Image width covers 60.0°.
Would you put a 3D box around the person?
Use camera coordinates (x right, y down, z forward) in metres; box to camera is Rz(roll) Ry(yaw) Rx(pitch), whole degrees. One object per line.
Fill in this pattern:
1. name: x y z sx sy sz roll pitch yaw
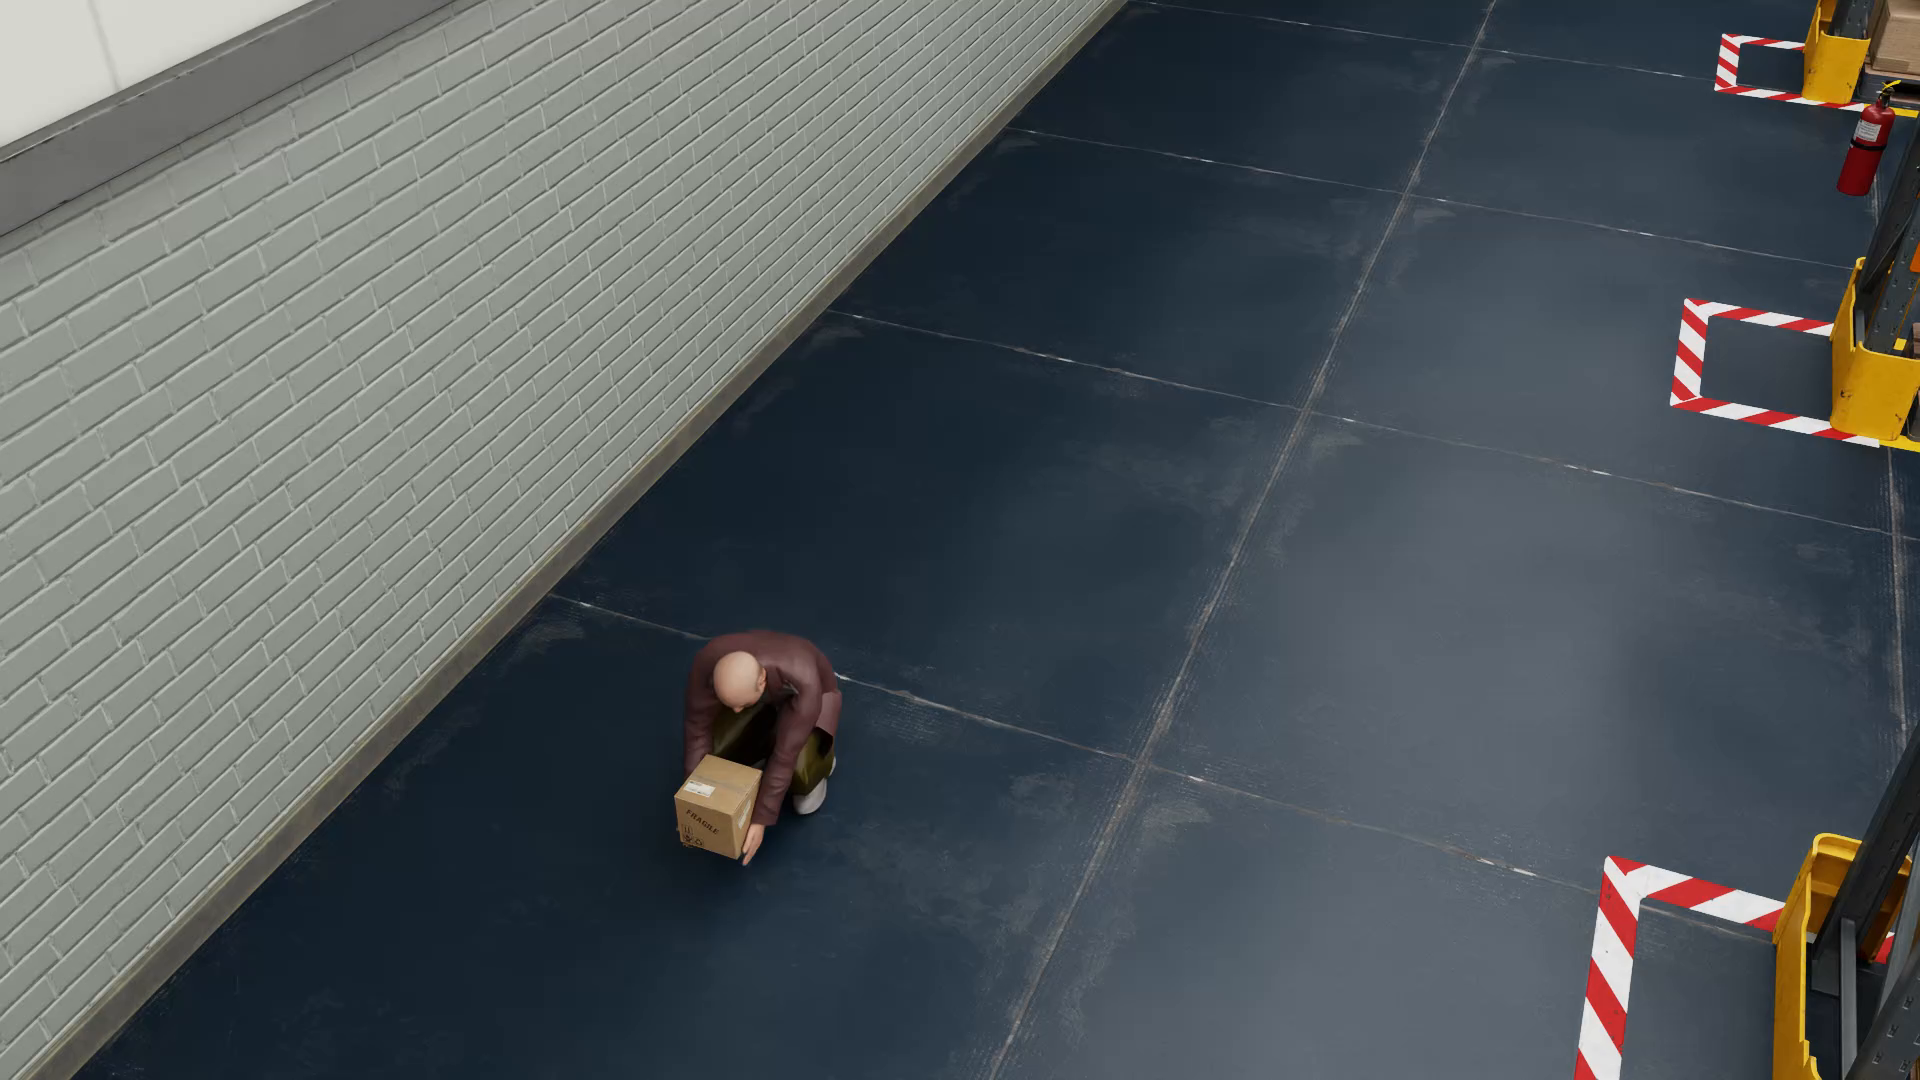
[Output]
1. person: -0.792 0.695 6.564 0.590 0.999 0.913 13 39 17
